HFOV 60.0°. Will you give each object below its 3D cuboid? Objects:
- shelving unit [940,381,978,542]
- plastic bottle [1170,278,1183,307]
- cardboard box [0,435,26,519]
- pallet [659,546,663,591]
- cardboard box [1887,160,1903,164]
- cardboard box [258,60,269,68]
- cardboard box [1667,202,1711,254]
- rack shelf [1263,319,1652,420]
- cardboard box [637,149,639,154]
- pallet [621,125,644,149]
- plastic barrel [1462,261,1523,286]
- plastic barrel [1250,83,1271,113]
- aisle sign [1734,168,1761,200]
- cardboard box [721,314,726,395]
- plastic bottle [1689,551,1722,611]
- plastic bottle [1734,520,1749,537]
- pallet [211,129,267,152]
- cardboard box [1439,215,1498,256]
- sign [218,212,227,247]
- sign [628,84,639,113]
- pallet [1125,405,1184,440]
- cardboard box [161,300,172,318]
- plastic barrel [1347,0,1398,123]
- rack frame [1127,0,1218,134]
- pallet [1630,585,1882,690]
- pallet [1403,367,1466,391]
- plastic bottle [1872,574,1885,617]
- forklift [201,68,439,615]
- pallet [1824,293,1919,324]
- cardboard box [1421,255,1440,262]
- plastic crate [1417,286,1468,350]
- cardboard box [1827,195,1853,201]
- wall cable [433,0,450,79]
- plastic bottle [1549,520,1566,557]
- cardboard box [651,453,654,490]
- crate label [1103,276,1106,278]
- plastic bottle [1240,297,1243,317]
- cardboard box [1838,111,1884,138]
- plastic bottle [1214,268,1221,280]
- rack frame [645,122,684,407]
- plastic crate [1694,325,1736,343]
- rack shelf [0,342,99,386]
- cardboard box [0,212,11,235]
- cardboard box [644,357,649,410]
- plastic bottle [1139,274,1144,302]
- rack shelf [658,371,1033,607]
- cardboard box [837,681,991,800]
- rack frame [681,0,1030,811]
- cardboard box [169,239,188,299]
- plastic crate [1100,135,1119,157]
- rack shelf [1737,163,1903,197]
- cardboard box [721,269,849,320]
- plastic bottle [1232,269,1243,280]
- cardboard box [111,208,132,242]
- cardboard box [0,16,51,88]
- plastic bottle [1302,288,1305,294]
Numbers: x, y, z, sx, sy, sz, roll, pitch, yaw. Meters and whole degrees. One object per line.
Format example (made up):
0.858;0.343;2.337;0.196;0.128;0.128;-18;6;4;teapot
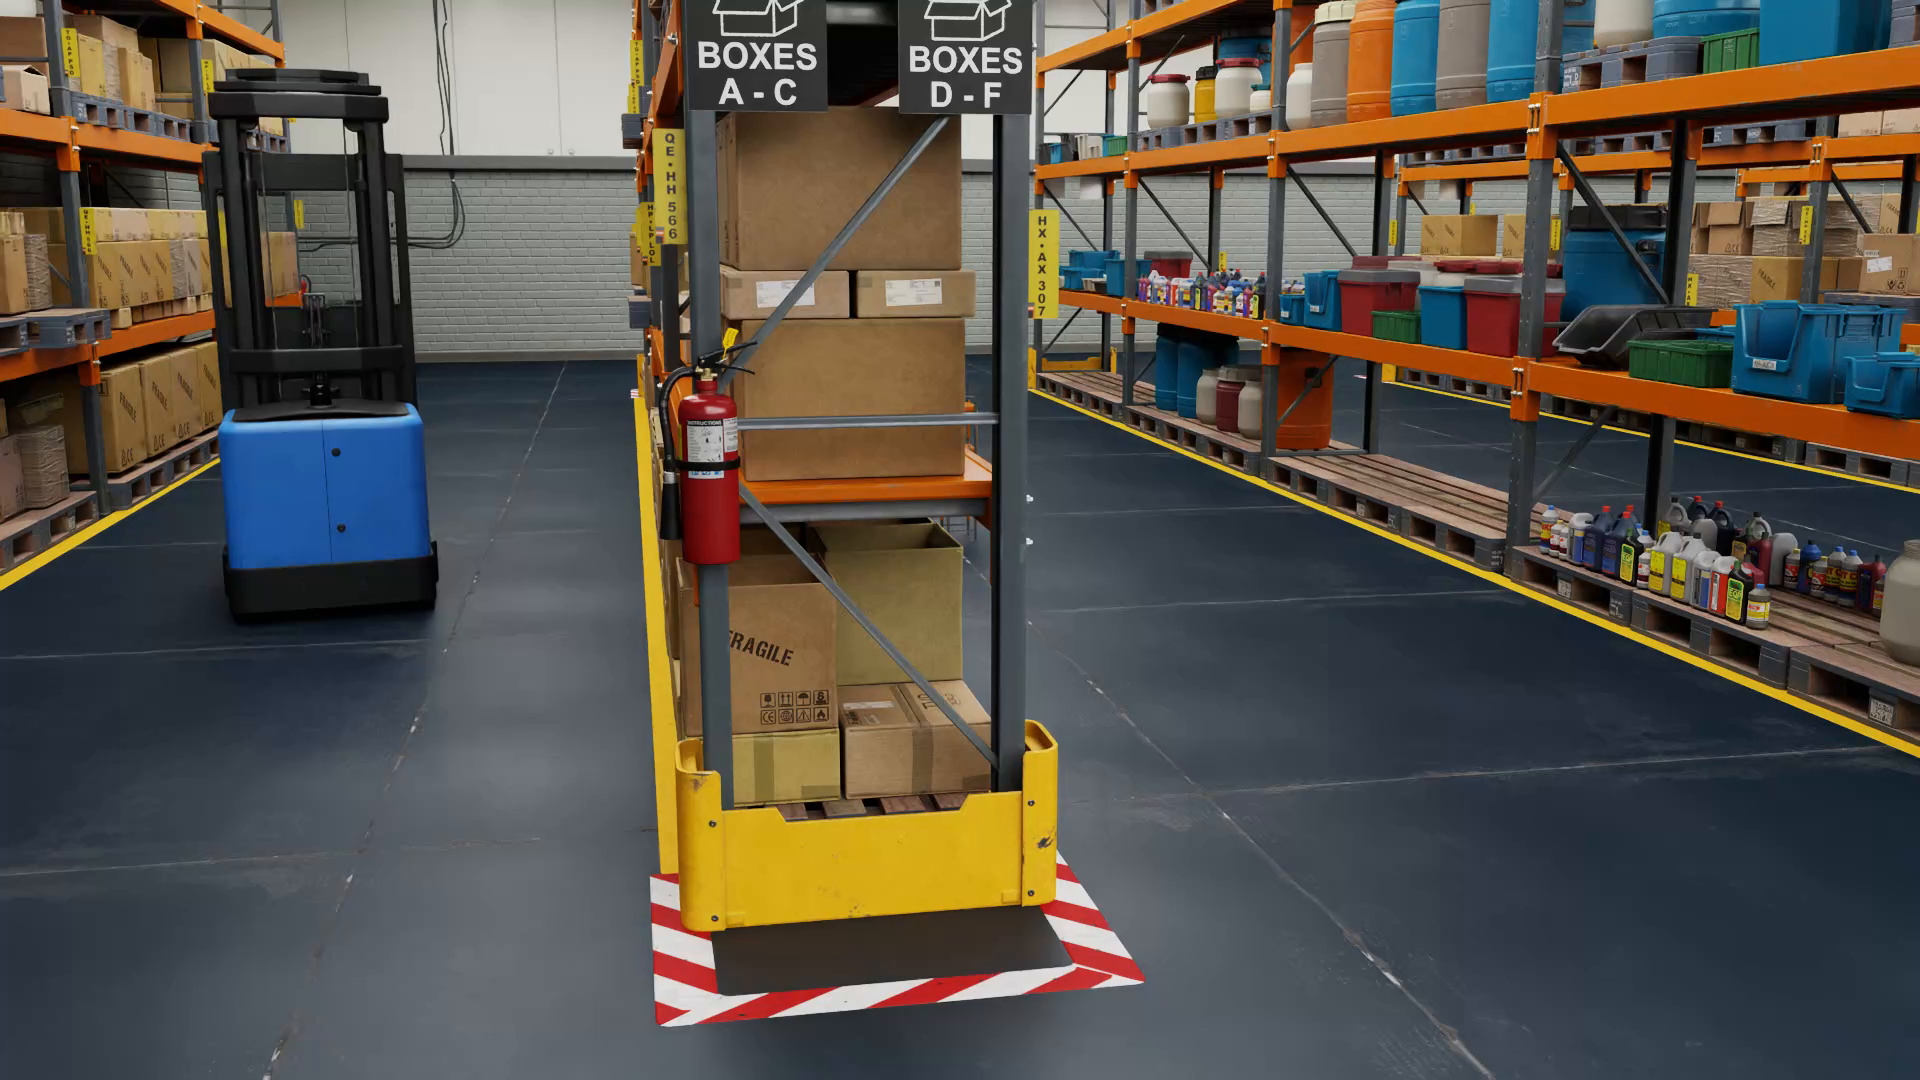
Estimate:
-0.010;-0.526;11.150;0.215;1.050;0.252;-2;11;-11;shelving unit
2.126;-2.401;16.118;0.152;0.276;0.135;-2;11;-11;plastic bottle
-6.533;-0.395;10.761;0.700;0.500;0.500;-2;11;-11;cardboard box
-1.256;0.153;9.829;1.003;0.211;1.213;-2;11;-11;pallet
11.527;-4.644;19.952;0.500;0.250;0.500;-2;11;-11;cardboard box
-7.770;-4.911;17.957;0.500;0.500;0.500;-2;11;-9;cardboard box
7.478;-3.096;16.488;0.797;0.503;0.637;-2;11;-9;cardboard box
3.396;-1.276;11.803;1.077;0.370;4.000;-2;11;-11;rack shelf
-3.178;-4.213;17.690;0.500;0.250;0.500;-2;11;-11;cardboard box
-2.572;-3.810;15.670;1.213;0.211;1.003;-2;11;-11;pallet
3.672;-1.648;11.467;0.433;0.535;0.433;0;11;0;plastic barrel
2.655;-3.800;14.362;0.301;0.262;0.301;0;11;0;plastic barrel
10.886;-5.085;22.939;0.394;0.787;0.004;-2;11;-11;aisle sign
-0.572;-0.672;6.439;0.700;0.500;0.500;-2;11;-11;cardboard box
3.727;0.199;8.236;0.152;0.276;0.135;-2;11;-13;plastic bottle
4.303;0.027;9.122;0.061;0.283;0.133;-1;11;-7;plastic bottle
-7.871;-4.173;17.316;1.003;0.211;1.213;-2;11;-11;pallet
6.342;-3.800;20.741;0.500;0.500;0.500;-2;11;-13;cardboard box
-6.958;-2.921;15.637;0.100;0.325;0.005;-2;11;-11;sign
-3.161;-4.257;16.135;0.100;0.325;0.005;-2;11;-11;sign
2.339;-1.217;17.027;1.003;0.211;1.213;-2;11;-11;pallet
-6.941;-1.970;14.142;0.380;0.149;0.250;-2;11;-13;cardboard box
3.081;-3.402;11.880;0.600;0.830;0.708;-2;11;-11;plastic barrel
2.229;-5.677;16.957;1.000;3.000;0.127;-2;11;-11;rack frame
4.116;0.456;8.236;1.003;0.211;1.213;-2;11;-11;pallet
6.542;-2.130;21.824;1.003;0.211;1.213;-2;11;-11;pallet
4.496;0.267;8.081;0.097;0.201;0.097;0;11;0;plastic bottle
-3.886;-1.272;10.042;1.130;2.935;3.031;-4;12;-20;forklift
8.109;-1.955;13.961;1.213;0.211;1.003;-2;11;-11;pallet
6.246;-3.523;21.291;0.500;0.250;0.500;-2;11;-12;cardboard box
3.266;-1.446;10.814;0.392;0.384;0.575;-2;11;-11;plastic crate
11.308;-4.118;21.074;0.500;0.500;0.500;-2;11;-13;cardboard box
-6.362;-8.155;24.772;3.097;2.526;0.112;-2;11;-11;wall cable
3.437;-0.011;9.541;0.097;0.201;0.097;0;11;0;plastic bottle
-1.940;-0.474;11.893;0.500;0.250;0.500;-2;11;-13;cardboard box
1.908;-3.117;20.094;0.396;0.136;0.243;-2;11;-11;crate label
2.461;-2.022;14.327;0.097;0.201;0.097;0;11;0;plastic bottle
7.707;-3.481;13.842;0.500;0.250;0.500;-2;11;-10;cardboard box
2.588;-2.544;16.672;0.144;0.351;0.185;-2;11;-11;plastic bottle
-1.852;-1.817;12.720;1.000;3.000;0.127;-2;11;-11;rack frame
4.267;-0.997;8.808;0.499;0.251;0.616;-2;11;-11;plastic crate
-6.322;-0.916;9.910;1.077;0.370;4.000;-2;11;-11;rack shelf
-6.537;-2.099;11.025;0.380;0.149;0.250;-4;12;-21;cardboard box
-3.019;-1.633;17.262;0.500;0.500;0.500;-2;11;-11;cardboard box
1.882;-2.590;17.094;0.061;0.283;0.133;-2;11;-11;plastic bottle
-0.685;-0.363;7.006;1.077;0.370;4.000;-2;11;-11;rack shelf
-0.182;0.688;5.789;0.500;0.250;0.500;-2;11;-11;cardboard box
-0.296;-0.350;5.012;1.000;3.000;0.127;-2;11;-11;rack frame
-6.953;-2.314;14.214;0.500;0.500;0.500;-2;11;-11;cardboard box
1.739;-4.277;18.069;0.416;0.233;0.300;-2;11;-11;plastic crate
11.584;-4.559;21.028;1.077;0.370;4.000;-2;11;-11;rack shelf
-0.557;-0.781;5.273;0.380;0.149;0.250;-2;11;-12;cardboard box
2.765;-2.515;16.521;0.144;0.351;0.185;-2;11;-11;plastic bottle
-6.651;-2.401;12.666;0.500;0.250;0.500;-2;11;-12;cardboard box
-6.859;-3.460;11.887;0.700;0.500;0.500;-3;11;-15;cardboard box
3.124;-2.184;14.959;0.061;0.283;0.133;-2;11;-11;plastic bottle
